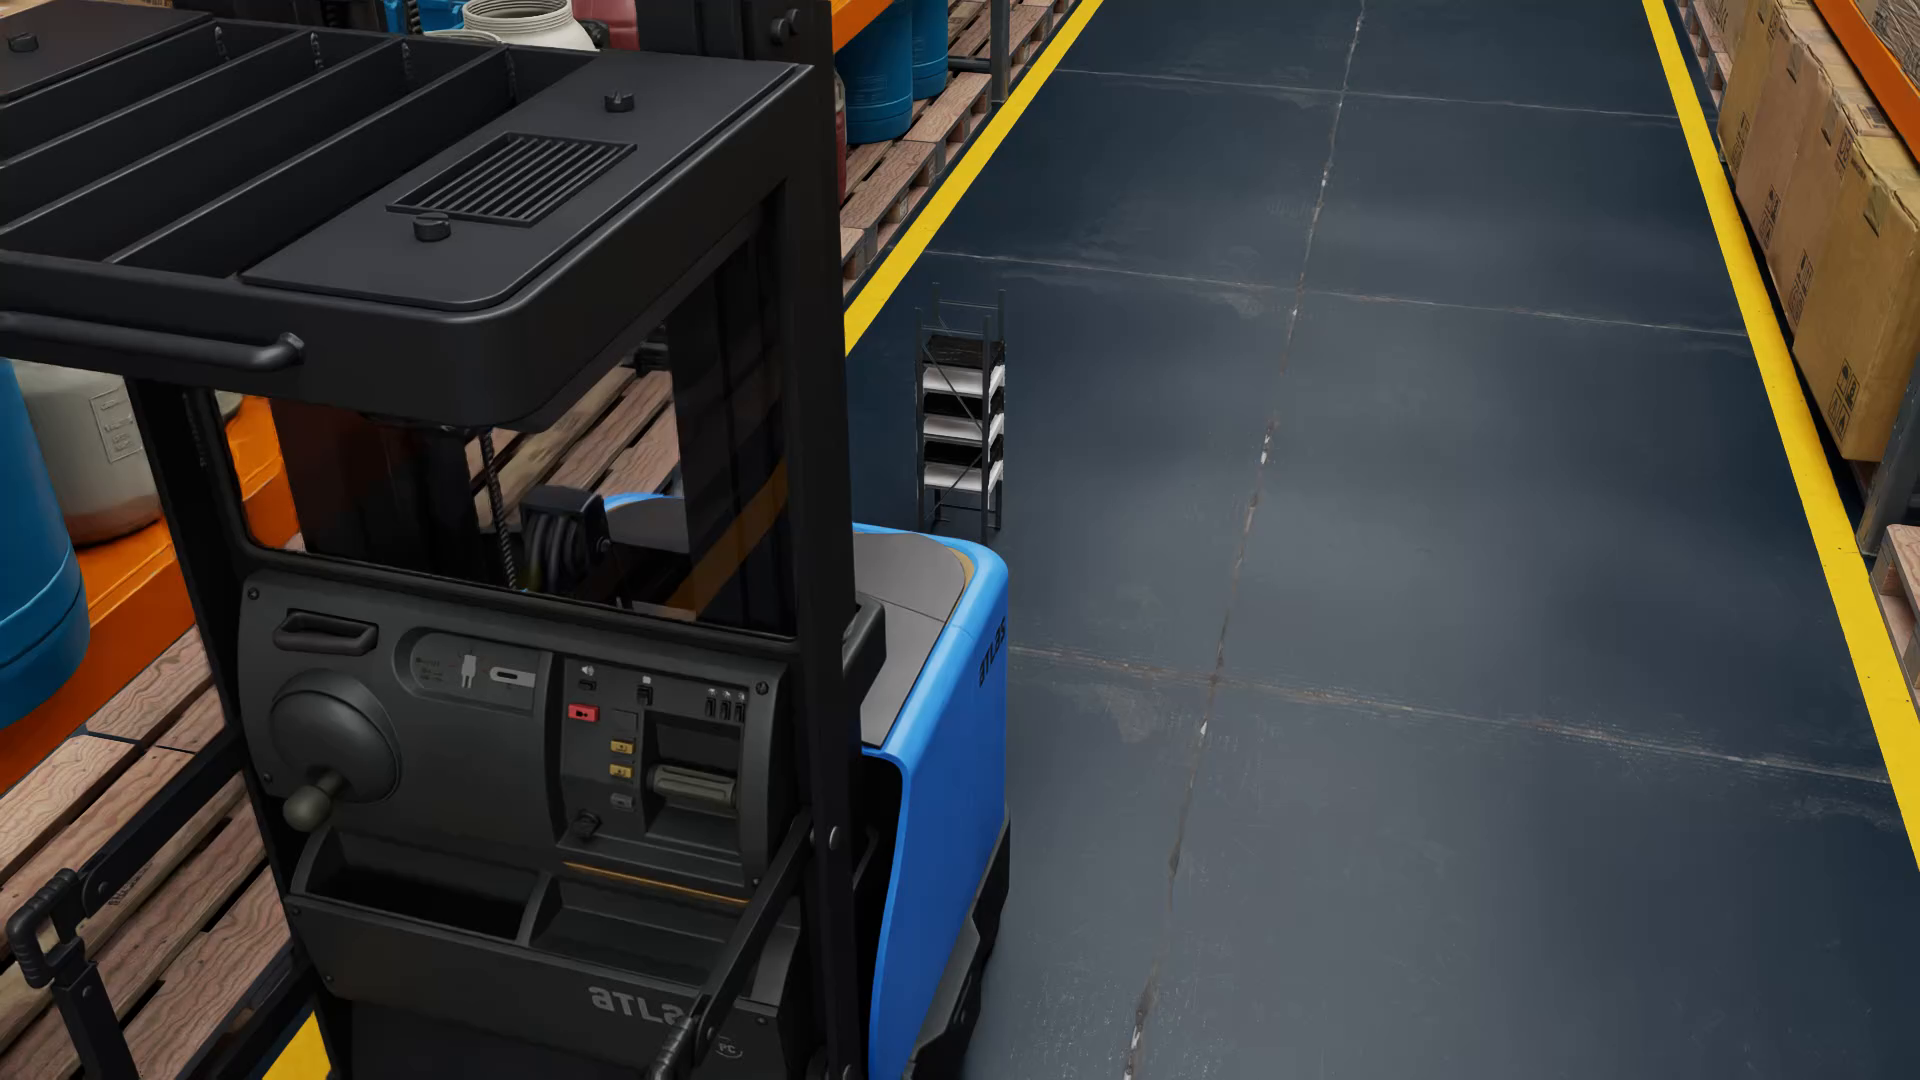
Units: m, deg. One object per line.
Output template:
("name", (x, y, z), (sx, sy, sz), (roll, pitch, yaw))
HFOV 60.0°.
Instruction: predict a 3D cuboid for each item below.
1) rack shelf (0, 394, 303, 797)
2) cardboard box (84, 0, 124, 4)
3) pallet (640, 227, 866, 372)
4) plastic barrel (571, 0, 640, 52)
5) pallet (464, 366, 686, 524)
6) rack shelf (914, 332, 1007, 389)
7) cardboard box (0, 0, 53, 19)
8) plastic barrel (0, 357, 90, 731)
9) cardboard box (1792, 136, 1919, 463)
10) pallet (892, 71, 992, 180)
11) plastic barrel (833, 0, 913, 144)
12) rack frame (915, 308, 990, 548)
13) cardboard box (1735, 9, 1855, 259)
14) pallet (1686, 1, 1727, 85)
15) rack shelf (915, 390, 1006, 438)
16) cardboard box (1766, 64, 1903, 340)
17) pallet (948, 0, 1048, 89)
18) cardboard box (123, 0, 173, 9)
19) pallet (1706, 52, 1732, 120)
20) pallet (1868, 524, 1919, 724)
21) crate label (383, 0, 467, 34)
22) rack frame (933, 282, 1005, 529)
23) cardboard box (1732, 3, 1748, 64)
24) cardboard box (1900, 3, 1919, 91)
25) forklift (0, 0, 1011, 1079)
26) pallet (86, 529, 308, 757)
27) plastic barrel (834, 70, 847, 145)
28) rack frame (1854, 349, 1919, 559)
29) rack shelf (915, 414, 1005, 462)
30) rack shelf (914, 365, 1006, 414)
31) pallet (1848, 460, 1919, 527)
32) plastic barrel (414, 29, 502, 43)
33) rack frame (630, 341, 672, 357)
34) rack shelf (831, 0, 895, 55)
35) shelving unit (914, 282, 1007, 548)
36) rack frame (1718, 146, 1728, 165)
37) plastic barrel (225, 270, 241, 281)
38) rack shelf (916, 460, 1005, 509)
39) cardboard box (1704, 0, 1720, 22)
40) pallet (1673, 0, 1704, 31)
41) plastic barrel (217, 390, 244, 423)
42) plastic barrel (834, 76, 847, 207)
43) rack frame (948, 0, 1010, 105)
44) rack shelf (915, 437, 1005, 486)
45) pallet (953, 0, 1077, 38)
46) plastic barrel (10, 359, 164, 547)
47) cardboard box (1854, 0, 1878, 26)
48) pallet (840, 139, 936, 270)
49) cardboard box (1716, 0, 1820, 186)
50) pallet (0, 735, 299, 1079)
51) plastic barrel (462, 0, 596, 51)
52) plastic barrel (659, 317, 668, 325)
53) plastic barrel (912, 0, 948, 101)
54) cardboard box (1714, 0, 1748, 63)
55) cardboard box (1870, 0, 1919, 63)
("rack shelf", (-1.733, -0.504, 4.418), (1.077, 0.370, 4.000), (8, 33, 12))
("cardboard box", (-5.110, -2.918, 9.464), (0.500, 0.500, 0.500), (8, 33, 13))
("pallet", (-1.066, -1.084, 7.258), (1.003, 0.211, 1.213), (8, 33, 12))
("plastic barrel", (-1.050, -1.621, 5.377), (0.600, 0.536, 0.708), (8, 33, 12))
("pallet", (-1.460, -0.272, 5.981), (1.003, 0.211, 1.213), (8, 33, 12))
("rack shelf", (0.002, -0.584, 5.388), (0.258, 0.077, 0.200), (8, 33, 12))
("cardboard box", (-5.237, -2.654, 9.048), (0.500, 0.500, 0.500), (7, 33, 11))
("plastic barrel", (-1.850, -0.141, 2.708), (0.600, 0.901, 0.708), (8, 33, 12))
("cardboard box", (3.760, -0.807, 5.813), (1.225, 0.875, 0.875), (7, 33, 10))
("pallet", (-0.447, -2.350, 9.249), (1.003, 0.211, 1.213), (8, 33, 12))
("plastic barrel", (-0.545, -2.565, 8.554), (0.600, 0.901, 0.708), (8, 33, 12))
("rack frame", (-0.024, -0.331, 5.432), (0.240, 0.900, 0.006), (8, 33, 12))
("cardboard box", (4.211, -1.729, 7.263), (1.225, 0.875, 0.875), (7, 33, 11))
("pallet", (5.156, -3.089, 10.413), (1.003, 0.211, 1.213), (8, 33, 12))
("rack shelf", (0.002, -0.432, 5.485), (0.258, 0.077, 0.200), (8, 33, 12))
("cardboard box", (3.994, -1.269, 6.539), (1.225, 0.875, 0.875), (8, 33, 13))
("pallet", (-0.062, -3.131, 10.479), (1.003, 0.211, 1.213), (8, 33, 12))
("cardboard box", (-4.982, -3.178, 9.873), (0.500, 0.500, 0.500), (8, 33, 13))
("pallet", (4.849, -2.454, 9.414), (1.003, 0.211, 1.213), (8, 33, 12))
("pallet", (3.365, 0.411, 4.907), (1.003, 0.211, 1.213), (8, 33, 12))
("crate label", (-1.739, -1.382, 5.095), (0.502, 0.435, 0.616), (8, 33, 12))
("rack frame", (0.028, -0.437, 5.598), (0.240, 0.900, 0.006), (8, 33, 12))
("cardboard box", (4.825, -2.859, 9.040), (0.875, 0.875, 0.875), (8, 33, 12))
("cardboard box", (3.583, -1.761, 5.631), (0.500, 0.500, 0.500), (8, 33, 12))
("forklift", (-0.781, 0.365, 2.444), (1.130, 2.935, 3.031), (9, 34, 14))
("pallet", (-1.771, 0.359, 4.988), (1.003, 0.211, 1.213), (8, 33, 12))
("plastic barrel", (-0.775, -2.120, 8.217), (0.421, 0.512, 0.421), (0, 32, 0))
("rack frame", (3.565, -1.171, 4.796), (1.000, 3.000, 0.127), (8, 33, 12))
("rack shelf", (0.002, -0.356, 5.533), (0.258, 0.077, 0.200), (8, 33, 12))
("rack shelf", (0.002, -0.508, 5.437), (0.258, 0.077, 0.200), (8, 33, 12))
("pallet", (3.838, -0.393, 6.172), (1.003, 0.211, 1.213), (8, 33, 12))
("plastic barrel", (-1.387, -1.111, 4.598), (0.421, 0.512, 0.421), (0, 32, 0))
("rack frame", (-1.226, -1.846, 5.857), (1.000, 3.000, 0.127), (8, 33, 12))
("rack shelf", (-0.718, -2.580, 7.683), (1.077, 0.370, 4.000), (8, 33, 12))
("shelving unit", (0.002, -0.384, 5.515), (0.258, 0.900, 0.210), (8, 33, 12))
("rack frame", (4.580, -3.247, 8.061), (1.000, 3.000, 0.127), (8, 33, 12))
("plastic barrel", (-1.600, -0.674, 3.888), (0.433, 0.535, 0.433), (0, 32, 0))
("rack shelf", (0.002, -0.204, 5.630), (0.258, 0.077, 0.200), (8, 33, 12))
("cardboard box", (5.279, -3.788, 10.502), (0.875, 0.875, 0.875), (8, 33, 12))
("pallet", (5.468, -3.720, 11.405), (1.003, 0.211, 1.213), (8, 33, 12))
("plastic barrel", (-1.756, -0.377, 3.677), (0.301, 0.262, 0.301), (0, 32, 0))
("plastic barrel", (-0.831, -1.847, 7.716), (0.600, 0.588, 0.708), (8, 33, 12))
("rack frame", (-0.211, -3.921, 9.122), (1.000, 3.000, 0.127), (8, 33, 12))
("rack shelf", (0.002, -0.280, 5.581), (0.258, 0.077, 0.200), (8, 33, 12))
("pallet", (0.246, -3.766, 11.478), (1.003, 0.211, 1.213), (8, 33, 12))
("plastic barrel", (-1.786, -0.294, 3.290), (0.433, 0.535, 0.433), (0, 32, 0))
("cardboard box", (3.842, -2.295, 6.471), (0.500, 0.500, 0.500), (9, 33, 13))
("pallet", (-0.754, -1.715, 8.250), (1.003, 0.211, 1.213), (8, 33, 12))
("cardboard box", (4.437, -2.193, 7.992), (1.225, 0.875, 0.875), (8, 33, 13))
("pallet", (-2.079, 0.994, 3.989), (1.003, 0.211, 1.213), (8, 33, 12))
("plastic barrel", (-1.280, -1.330, 4.942), (0.421, 0.512, 0.421), (0, 32, 0))
("plastic barrel", (-1.118, -1.363, 6.730), (0.600, 0.830, 0.708), (8, 33, 12))
("plastic barrel", (-0.365, -2.933, 9.132), (0.600, 0.901, 0.708), (8, 33, 12))
("cardboard box", (5.054, -3.326, 9.775), (0.875, 0.875, 0.875), (8, 33, 12))
("cardboard box", (3.712, -2.031, 6.056), (0.500, 0.500, 0.500), (7, 33, 11))
